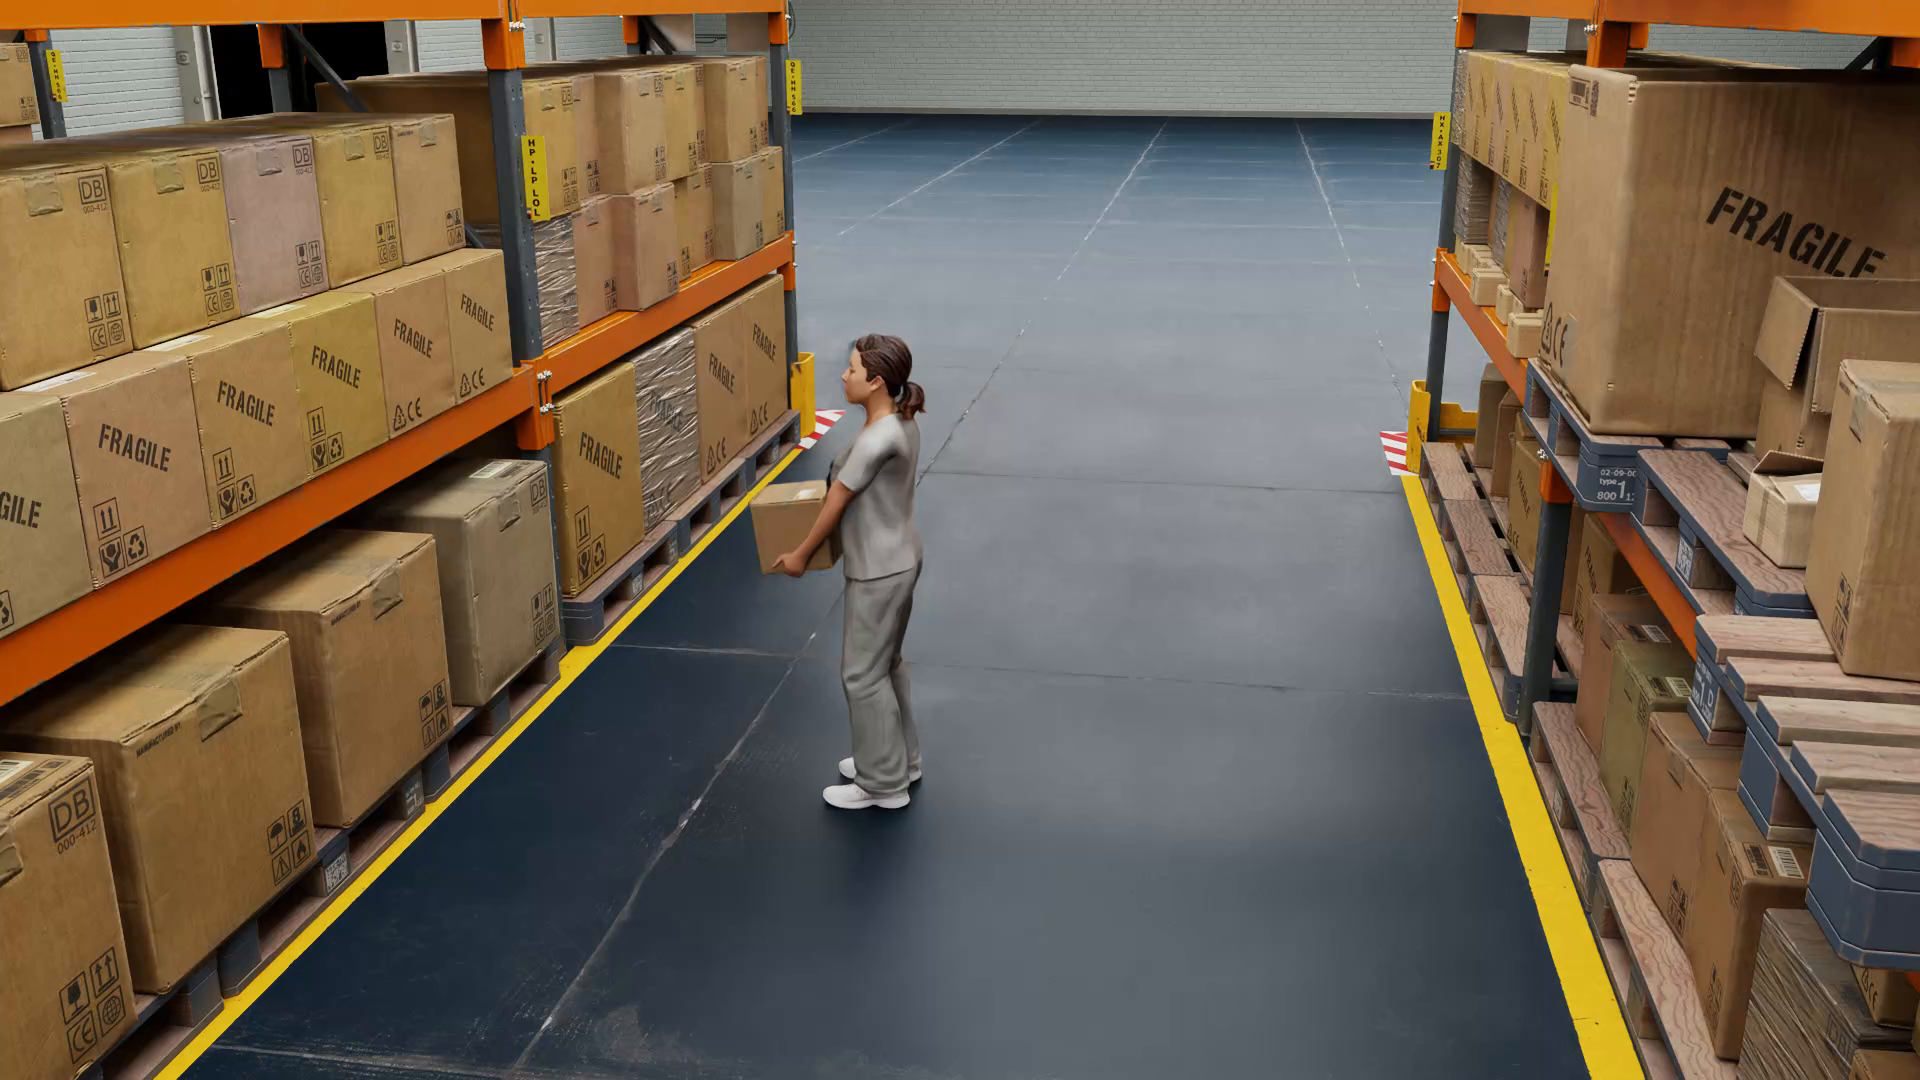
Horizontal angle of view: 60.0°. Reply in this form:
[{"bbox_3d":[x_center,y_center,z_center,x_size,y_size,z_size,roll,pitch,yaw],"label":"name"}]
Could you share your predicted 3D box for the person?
[{"bbox_3d":[-0.362,0.112,5.733,0.525,1.668,0.409,3,18,8],"label":"person"}]
